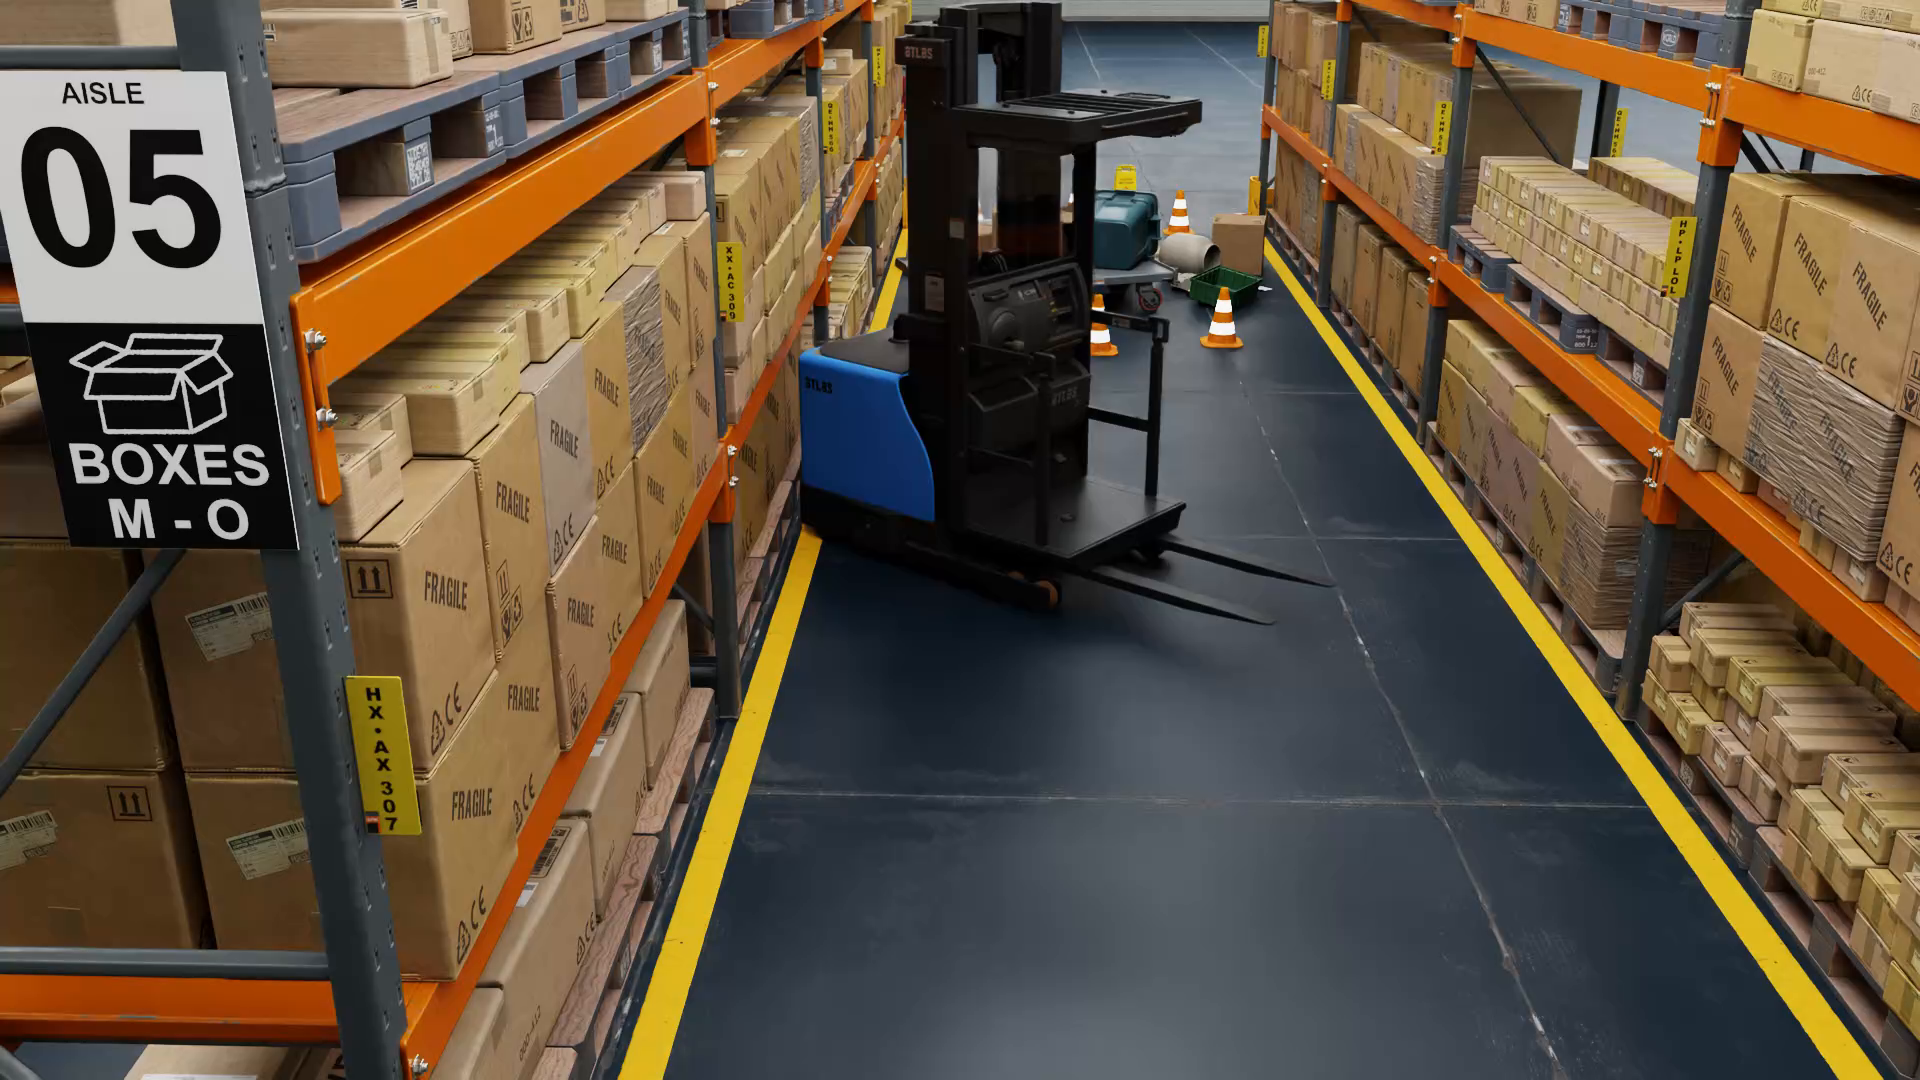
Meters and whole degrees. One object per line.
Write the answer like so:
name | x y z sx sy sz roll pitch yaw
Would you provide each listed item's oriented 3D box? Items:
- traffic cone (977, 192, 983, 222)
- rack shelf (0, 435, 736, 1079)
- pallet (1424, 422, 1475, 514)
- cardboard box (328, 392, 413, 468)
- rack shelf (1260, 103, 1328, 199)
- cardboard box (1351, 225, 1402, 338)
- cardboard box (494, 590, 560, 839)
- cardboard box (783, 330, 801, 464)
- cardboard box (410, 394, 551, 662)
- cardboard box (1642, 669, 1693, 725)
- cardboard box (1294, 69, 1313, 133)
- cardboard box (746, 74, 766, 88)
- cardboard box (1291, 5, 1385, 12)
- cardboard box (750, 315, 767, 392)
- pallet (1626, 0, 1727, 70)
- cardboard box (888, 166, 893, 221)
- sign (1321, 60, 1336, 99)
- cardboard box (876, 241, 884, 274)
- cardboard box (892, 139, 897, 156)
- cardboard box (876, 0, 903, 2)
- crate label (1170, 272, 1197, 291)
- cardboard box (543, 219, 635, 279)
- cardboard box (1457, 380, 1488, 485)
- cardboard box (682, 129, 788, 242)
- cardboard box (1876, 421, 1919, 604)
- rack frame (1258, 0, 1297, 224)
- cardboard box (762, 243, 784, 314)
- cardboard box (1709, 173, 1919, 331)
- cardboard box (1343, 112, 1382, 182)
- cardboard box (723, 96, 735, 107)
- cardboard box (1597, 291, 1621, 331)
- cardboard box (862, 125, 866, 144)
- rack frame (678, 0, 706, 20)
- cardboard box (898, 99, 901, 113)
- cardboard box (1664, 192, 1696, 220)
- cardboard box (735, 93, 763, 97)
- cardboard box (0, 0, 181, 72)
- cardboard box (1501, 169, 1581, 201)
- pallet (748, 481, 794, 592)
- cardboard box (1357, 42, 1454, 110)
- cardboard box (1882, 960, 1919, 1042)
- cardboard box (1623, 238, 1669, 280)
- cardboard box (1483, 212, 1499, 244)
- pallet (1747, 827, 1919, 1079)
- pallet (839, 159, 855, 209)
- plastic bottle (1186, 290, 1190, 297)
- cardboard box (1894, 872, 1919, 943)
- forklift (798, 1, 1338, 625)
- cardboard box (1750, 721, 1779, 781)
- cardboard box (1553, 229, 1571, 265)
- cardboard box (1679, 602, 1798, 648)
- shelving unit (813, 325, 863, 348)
traffic cone | 0.152 -3.603 18.174 0.336 0.463 0.334 1 21 2
rack shelf | -1.551 0.442 5.237 1.077 0.370 4.000 1 21 2
pallet | 3.558 -0.462 10.428 1.003 0.211 1.213 1 21 2
cardboard box | -1.387 -0.206 3.496 0.380 0.149 0.250 1 21 3
rack shelf | 3.765 -3.878 16.373 1.077 0.370 4.000 1 21 2
cardboard box | 3.742 -2.063 13.230 1.050 0.750 0.750 1 21 2
cardboard box | -1.322 0.430 4.136 0.500 0.500 0.500 0 21 1
cardboard box | -1.472 -1.019 10.365 0.875 0.875 0.875 0 21 1
cardboard box | -1.303 -0.040 3.965 0.500 0.500 0.500 0 21 0
cardboard box | 3.129 0.663 7.033 0.380 0.149 0.250 0 21 -1
cardboard box | 3.748 -4.280 16.205 0.875 0.550 0.500 1 21 2
cardboard box | -1.600 -3.340 11.965 0.380 0.149 0.250 0 21 -1
cardboard box | 3.852 -5.177 17.024 0.875 0.550 0.550 1 21 2
cardboard box | -1.198 -0.889 7.882 0.500 0.250 0.500 0 21 0
pallet | 3.586 -2.131 6.988 1.213 0.211 1.003 1 21 2
cardboard box | -0.937 -3.364 16.235 0.500 0.500 0.500 2 21 4
sign | 3.150 -3.937 14.222 0.100 0.325 0.005 1 21 2
cardboard box | -0.959 -2.633 15.388 0.500 0.250 0.500 0 21 -1
cardboard box | -0.843 -4.004 16.989 0.380 0.149 0.250 1 21 3
cardboard box | -0.945 -5.236 16.946 0.700 0.500 0.500 1 21 2
crate label | 2.123 -2.416 15.565 0.298 0.136 0.250 -16 26 -35
cardboard box | -1.276 -0.950 5.412 0.380 0.149 0.250 0 21 1
cardboard box | 3.294 -0.640 9.907 0.500 0.500 0.500 1 21 2
cardboard box | -1.174 -1.837 8.597 0.500 0.500 0.500 0 21 1
cardboard box | 3.148 -0.052 4.968 0.500 0.500 0.500 2 21 4
rack frame | 3.826 -4.937 18.106 1.000 3.000 0.127 1 21 2
cardboard box | -1.165 -1.306 8.265 0.500 0.250 0.500 1 21 2
cardboard box | 3.204 -1.089 6.258 0.500 0.500 0.500 1 21 3
cardboard box | 3.405 -3.168 13.408 0.500 0.500 0.500 1 21 2
cardboard box | -1.627 -2.399 10.046 0.500 0.500 0.500 0 21 0
cardboard box | 3.300 -1.097 7.977 0.380 0.149 0.250 0 21 -1
cardboard box | -0.986 -3.398 13.907 0.380 0.149 0.250 1 21 2
rack frame | -1.490 -3.413 5.885 1.000 3.000 0.127 1 21 2
cardboard box | -0.819 -4.607 17.604 0.380 0.149 0.250 0 21 1
cardboard box | 3.985 -1.751 8.839 0.380 0.149 0.250 2 21 4
cardboard box | -1.627 -2.798 11.463 0.500 0.500 0.500 0 21 1
cardboard box | -1.688 -0.904 3.055 0.500 0.250 0.500 -1 21 -3
cardboard box | 3.358 -2.050 9.609 0.380 0.149 0.250 1 21 1
pallet | -1.507 -0.038 9.335 1.003 0.211 1.213 1 21 2
cardboard box | 3.695 -3.824 13.717 0.700 0.500 0.500 0 21 1
cardboard box | 3.087 1.418 5.089 0.380 0.149 0.250 0 21 -1
cardboard box | 3.295 -1.292 7.656 0.380 0.149 0.250 0 21 0
cardboard box | 3.359 -1.867 9.960 0.380 0.149 0.250 2 21 4
pallet | 3.442 1.387 5.662 1.003 0.211 1.213 1 21 2
pallet | -1.349 -2.689 12.578 1.003 0.211 1.213 1 21 2
plastic bottle | 2.204 -2.237 15.210 0.133 0.061 0.283 -11 24 -26
cardboard box | 3.072 1.134 4.998 0.380 0.149 0.250 1 21 4
forklift | 0.530 -1.204 8.580 3.031 2.935 1.130 17 27 37
cardboard box | 3.230 0.803 6.263 0.380 0.149 0.250 0 21 -1
cardboard box | 3.325 -1.526 8.671 0.380 0.149 0.250 1 21 4
cardboard box | 3.244 0.380 6.941 0.380 0.149 0.250 1 21 4
shelving unit | -0.710 -0.733 9.961 0.215 1.050 0.252 -15 26 -34
